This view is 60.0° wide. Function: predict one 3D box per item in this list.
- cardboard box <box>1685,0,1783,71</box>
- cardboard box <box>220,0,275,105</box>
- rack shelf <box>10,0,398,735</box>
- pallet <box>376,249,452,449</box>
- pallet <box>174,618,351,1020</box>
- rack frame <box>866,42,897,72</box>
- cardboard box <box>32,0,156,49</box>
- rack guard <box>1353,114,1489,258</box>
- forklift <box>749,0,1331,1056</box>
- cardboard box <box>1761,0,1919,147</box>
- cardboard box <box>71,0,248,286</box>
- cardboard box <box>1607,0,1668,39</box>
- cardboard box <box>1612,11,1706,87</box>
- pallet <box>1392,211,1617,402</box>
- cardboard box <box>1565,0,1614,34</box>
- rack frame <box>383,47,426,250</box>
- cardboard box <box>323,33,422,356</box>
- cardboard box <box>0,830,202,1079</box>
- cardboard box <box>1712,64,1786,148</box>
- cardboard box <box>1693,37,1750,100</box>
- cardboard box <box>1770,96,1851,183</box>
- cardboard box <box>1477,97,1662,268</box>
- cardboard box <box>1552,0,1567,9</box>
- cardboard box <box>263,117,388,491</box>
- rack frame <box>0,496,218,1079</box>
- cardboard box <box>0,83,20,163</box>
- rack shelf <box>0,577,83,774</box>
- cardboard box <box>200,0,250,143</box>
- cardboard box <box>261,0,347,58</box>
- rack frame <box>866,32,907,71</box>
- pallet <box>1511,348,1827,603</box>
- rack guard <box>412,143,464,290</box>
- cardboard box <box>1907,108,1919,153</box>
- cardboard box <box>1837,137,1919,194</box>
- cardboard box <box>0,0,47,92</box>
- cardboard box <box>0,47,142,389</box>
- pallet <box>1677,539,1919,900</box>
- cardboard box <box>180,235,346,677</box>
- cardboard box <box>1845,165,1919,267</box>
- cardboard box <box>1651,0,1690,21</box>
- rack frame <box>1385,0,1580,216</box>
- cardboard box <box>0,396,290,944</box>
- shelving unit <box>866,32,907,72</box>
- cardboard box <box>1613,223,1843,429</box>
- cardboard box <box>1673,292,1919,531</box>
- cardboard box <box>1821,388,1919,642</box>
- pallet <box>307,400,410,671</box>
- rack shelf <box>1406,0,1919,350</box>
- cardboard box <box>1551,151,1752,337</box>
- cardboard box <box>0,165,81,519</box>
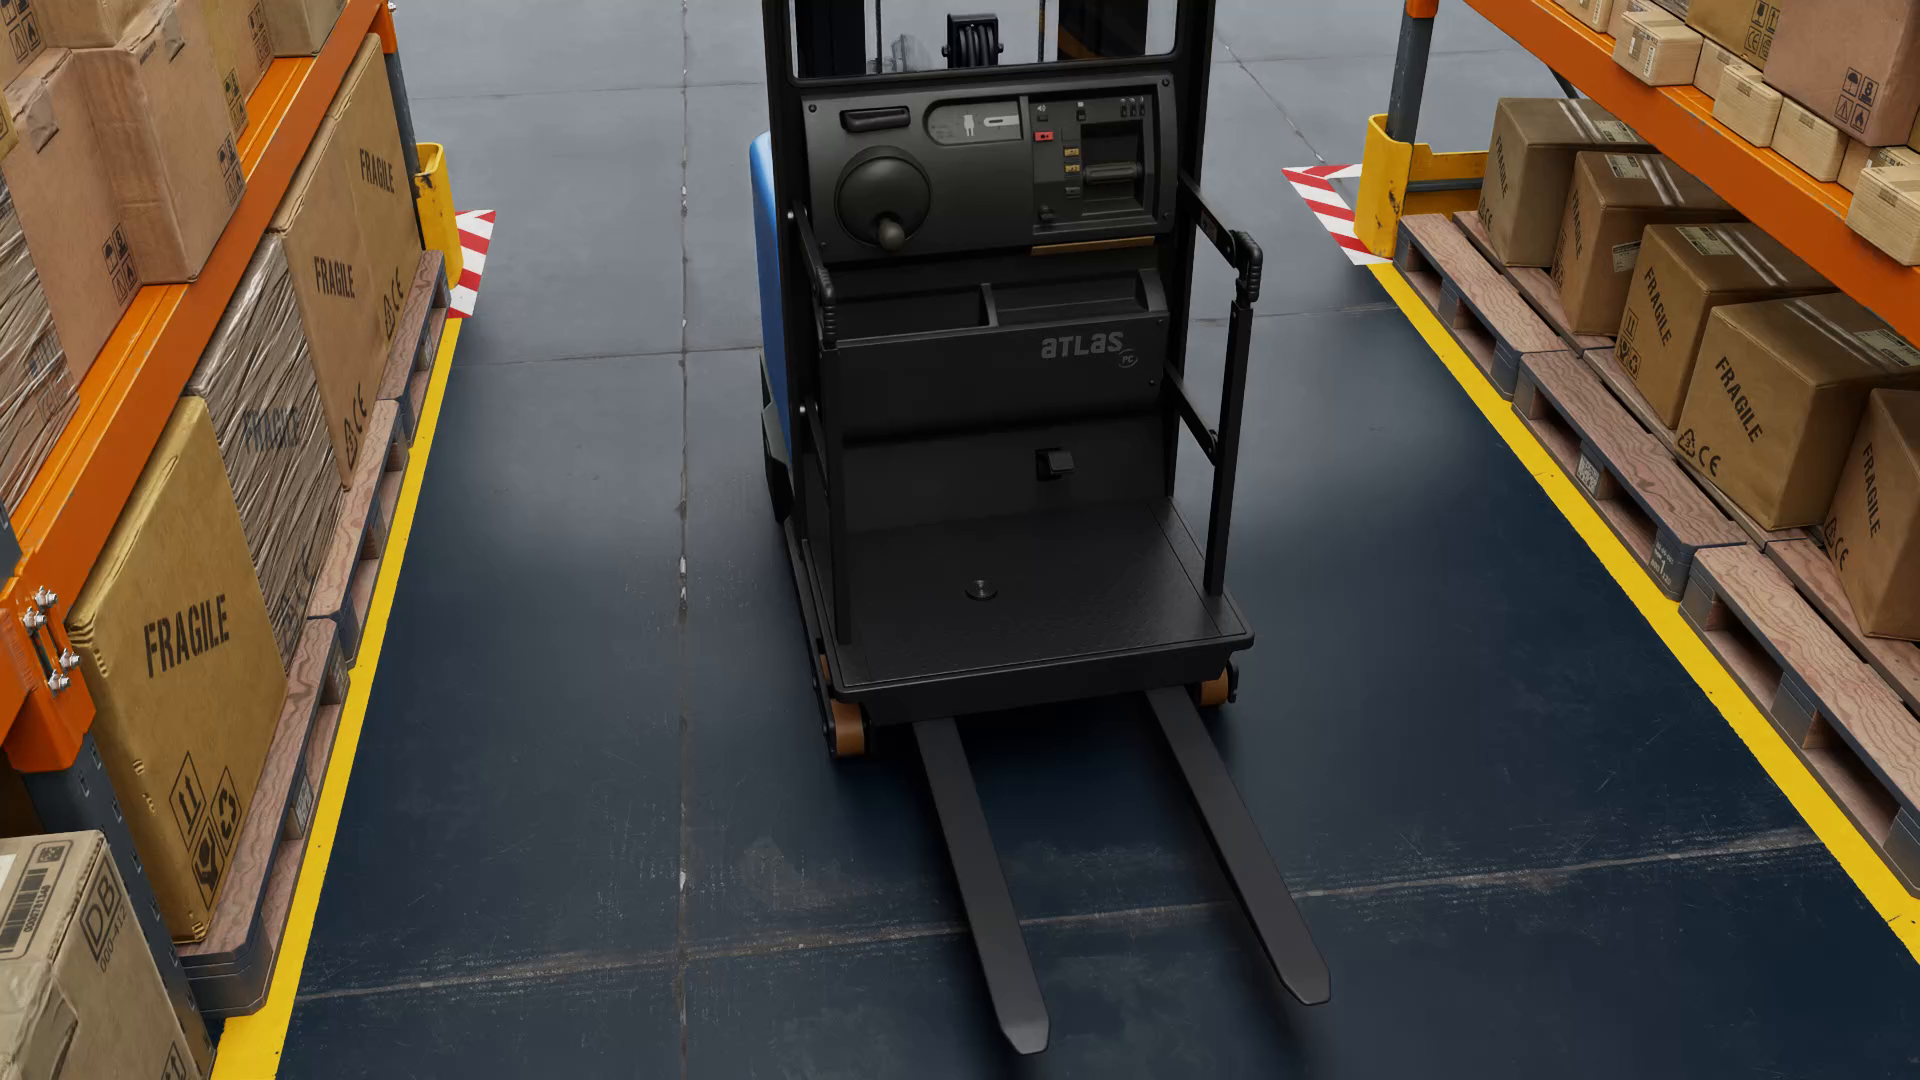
[{"bbox_3d":[2.604,-1.625,4.617,0.875,0.500,0.500,-4,35,-6],"label":"cardboard box"},{"bbox_3d":[-2.496,-1.513,4.674,0.875,0.550,0.550,-4,35,-6],"label":"cardboard box"},{"bbox_3d":[-2.369,-0.869,4.500,1.077,0.370,4.000,-4,35,-6],"label":"rack shelf"},{"bbox_3d":[-2.452,-0.690,6.075,1.003,0.211,1.213,-4,35,-6],"label":"pallet"},{"bbox_3d":[-2.124,0.672,4.077,1.003,0.211,1.213,-4,35,-6],"label":"pallet"},{"bbox_3d":[-0.291,-1.190,6.053,0.240,1.200,0.006,-7,7,-11],"label":"rack frame"},{"bbox_3d":[-2.241,-1.377,3.514,0.875,0.550,0.550,-4,35,-6],"label":"cardboard box"},{"bbox_3d":[2.301,-1.526,7.045,1.175,0.500,0.348,-4,35,-6],"label":"rack guard"},{"bbox_3d":[0.130,-0.866,3.918,1.130,2.935,3.031,-7,35,-10],"label":"forklift"},{"bbox_3d":[2.630,-1.342,4.203,0.875,0.500,0.500,-4,35,-6],"label":"cardboard box"},{"bbox_3d":[-2.213,-0.932,3.822,0.875,0.550,0.550,-4,35,-6],"label":"cardboard box"},{"bbox_3d":[2.268,-1.624,5.192,0.380,0.149,0.250,-4,35,-6],"label":"cardboard box"},{"bbox_3d":[2.199,-1.476,4.976,0.380,0.149,0.250,-4,35,-6],"label":"cardboard box"},{"bbox_3d":[2.375,-0.951,6.458,1.003,0.211,1.213,-4,35,-6],"label":"pallet"},{"bbox_3d":[2.207,-1.761,5.393,0.380,0.149,0.250,-4,35,-6],"label":"cardboard box"},{"bbox_3d":[-2.638,-2.282,5.935,1.000,3.000,0.127,-4,35,-6],"label":"rack frame"},{"bbox_3d":[-2.481,-1.204,5.867,0.875,0.875,0.875,-4,34,-6],"label":"cardboard box"},{"bbox_3d":[-1.927,1.046,2.677,1.050,0.750,0.750,-5,35,-7],"label":"cardboard box"},{"bbox_3d":[2.322,-1.201,4.572,0.380,0.149,0.250,-4,35,-6],"label":"cardboard box"},{"bbox_3d":[2.364,-1.347,4.786,0.380,0.149,0.250,-4,35,-6],"label":"cardboard box"},{"bbox_3d":[2.390,-1.065,4.372,0.380,0.149,0.250,-4,35,-6],"label":"cardboard box"},{"bbox_3d":[2.358,-1.392,6.476,0.500,0.500,0.500,2,34,2],"label":"cardboard box"},{"bbox_3d":[2.181,-1.901,5.599,0.380,0.149,0.250,-4,35,-6],"label":"cardboard box"},{"bbox_3d":[-2.360,-0.713,5.147,0.875,0.875,0.875,-5,35,-7],"label":"cardboard box"},{"bbox_3d":[-2.100,-0.050,2.660,1.000,3.000,0.127,-4,35,-6],"label":"rack frame"},{"bbox_3d":[-2.115,-0.767,2.619,0.875,0.550,0.550,-4,35,-6],"label":"cardboard box"},{"bbox_3d":[-1.831,1.363,1.225,1.077,0.370,4.000,-4,35,-6],"label":"rack shelf"},{"bbox_3d":[-2.384,-1.221,4.244,0.875,0.550,0.500,-4,35,-6],"label":"cardboard box"},{"bbox_3d":[-2.447,-1.835,5.146,0.875,0.550,0.550,-4,35,-6],"label":"cardboard box"},{"bbox_3d":[-0.255,-1.173,5.874,0.240,1.200,0.006,-7,7,-11],"label":"rack frame"},{"bbox_3d":[2.536,-0.271,5.461,1.003,0.211,1.213,-4,35,-6],"label":"pallet"},{"bbox_3d":[-2.641,-1.263,6.659,1.175,0.500,0.348,-4,35,-6],"label":"rack guard"},{"bbox_3d":[2.797,-1.071,3.805,0.875,0.500,0.500,-4,35,-6],"label":"cardboard box"},{"bbox_3d":[2.463,-0.928,4.171,0.380,0.149,0.250,-4,35,-6],"label":"cardboard box"},{"bbox_3d":[-2.304,-1.065,3.057,0.875,0.550,0.550,-4,35,-6],"label":"cardboard box"},{"bbox_3d":[-2.257,-0.622,3.366,0.875,0.550,0.550,-4,35,-6],"label":"cardboard box"},{"bbox_3d":[2.704,0.411,4.460,1.003,0.211,1.213,-4,35,-6],"label":"pallet"},{"bbox_3d":[-2.240,-0.205,4.400,0.875,0.875,0.875,-4,34,-6],"label":"cardboard box"},{"bbox_3d":[2.366,-0.779,3.952,0.380,0.149,0.250,-4,35,-6],"label":"cardboard box"},{"bbox_3d":[2.548,-1.904,5.028,0.875,0.500,0.500,-4,35,-6],"label":"cardboard box"},{"bbox_3d":[2.291,-2.601,6.404,1.000,3.000,0.127,-4,35,-6],"label":"rack frame"},{"bbox_3d":[-2.115,0.298,3.663,0.875,0.875,0.875,-4,34,-6],"label":"cardboard box"},{"bbox_3d":[-0.273,-1.182,5.964,0.258,1.200,0.189,-7,7,-11],"label":"shelving unit"},{"bbox_3d":[2.538,-0.711,5.476,0.500,0.500,0.500,-1,34,-2],"label":"cardboard box"},{"bbox_3d":[2.569,-0.396,5.014,0.500,0.500,0.500,-7,35,-11],"label":"cardboard box"},{"bbox_3d":[2.730,-0.055,4.514,0.500,0.500,0.500,6,35,9],"label":"cardboard box"},{"bbox_3d":[-2.292,-0.010,5.078,1.003,0.211,1.213,-4,35,-6],"label":"pallet"},{"bbox_3d":[2.560,-1.188,4.969,1.077,0.370,4.000,-4,35,-6],"label":"rack shelf"},{"bbox_3d":[2.473,-1.061,5.991,0.500,0.500,0.500,4,35,6],"label":"cardboard box"},{"bbox_3d":[-2.161,-0.317,2.918,0.875,0.550,0.550,-4,35,-6],"label":"cardboard box"}]
